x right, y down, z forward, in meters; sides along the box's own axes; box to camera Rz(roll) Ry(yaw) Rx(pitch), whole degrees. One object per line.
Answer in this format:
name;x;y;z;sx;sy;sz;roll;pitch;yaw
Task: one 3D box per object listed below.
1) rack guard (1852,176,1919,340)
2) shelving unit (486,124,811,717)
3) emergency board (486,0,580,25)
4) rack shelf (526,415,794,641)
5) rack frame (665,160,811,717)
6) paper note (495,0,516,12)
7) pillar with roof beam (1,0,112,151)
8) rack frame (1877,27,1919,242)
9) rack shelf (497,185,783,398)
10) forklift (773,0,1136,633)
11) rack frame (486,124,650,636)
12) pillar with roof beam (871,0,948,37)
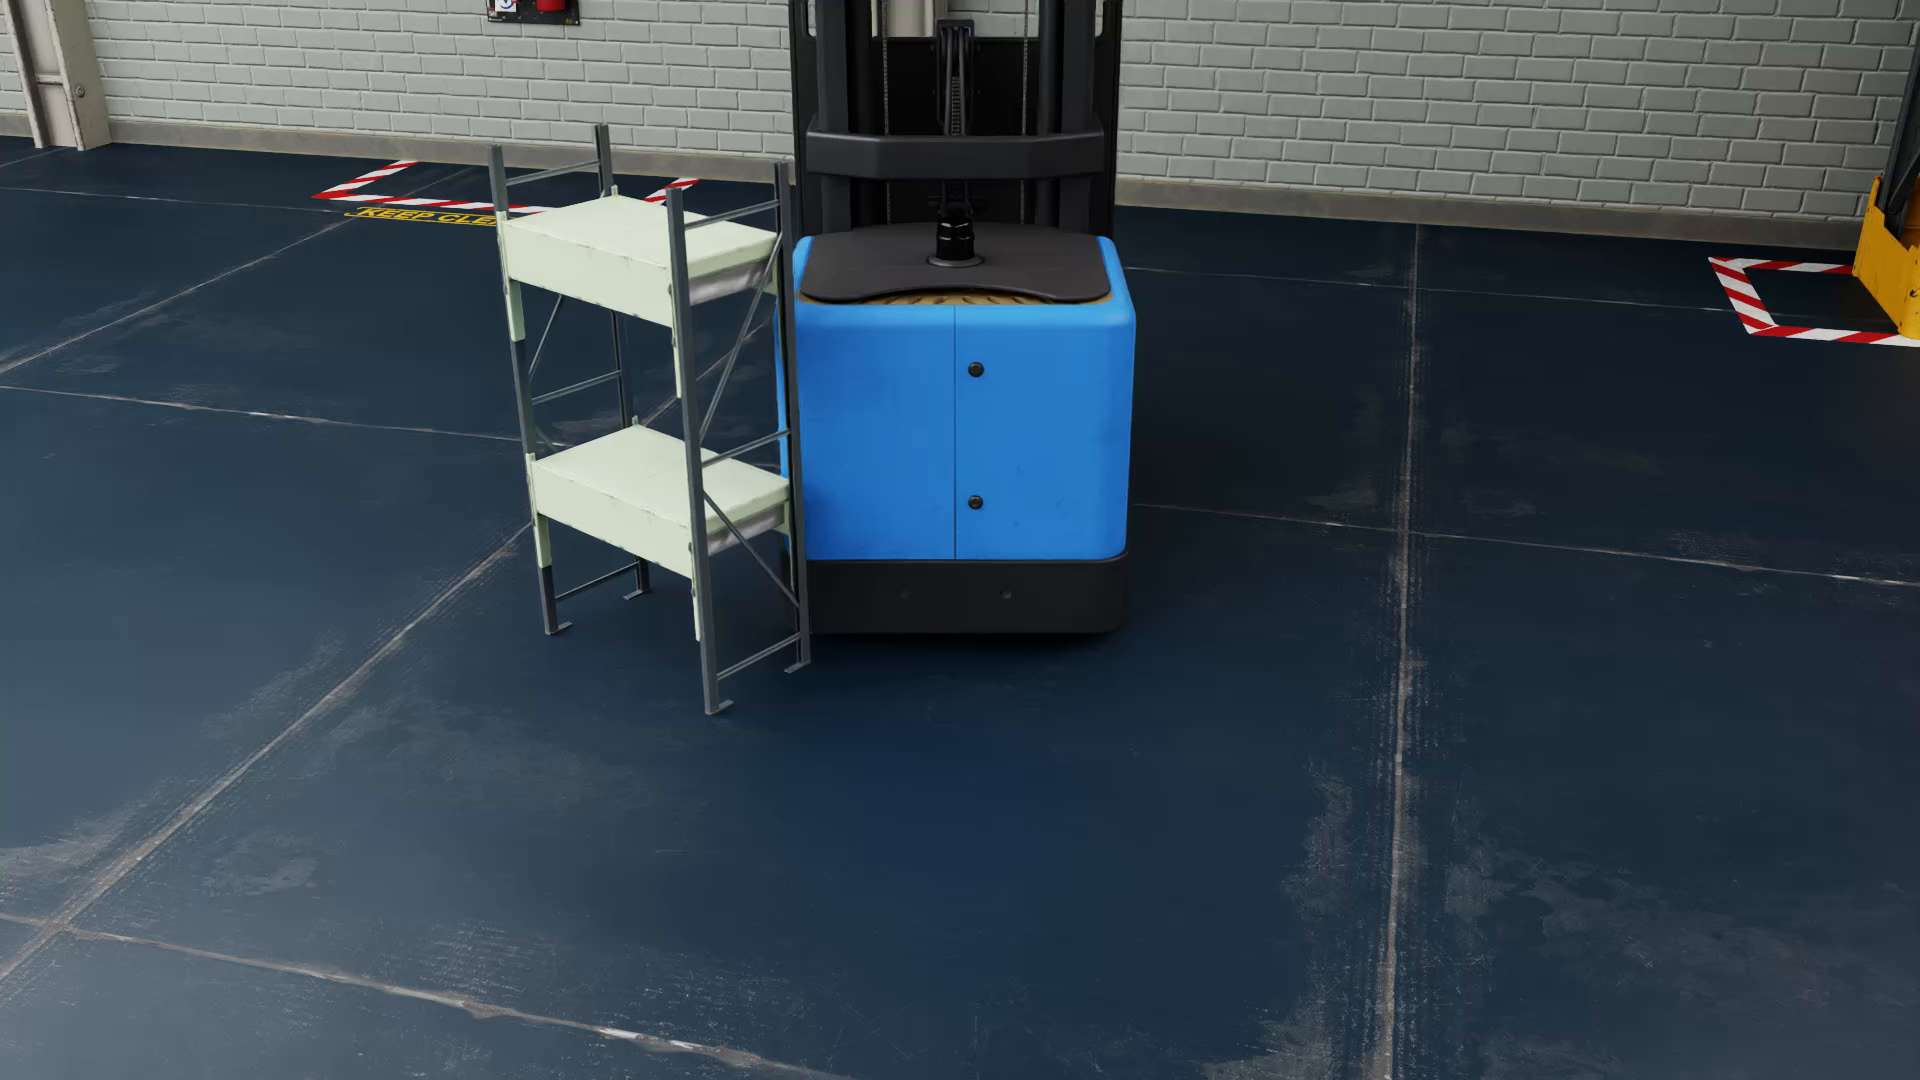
rack guard;4.689;-1.382;8.072;0.348;0.500;1.175;6;26;13
shelving unit;-0.864;-0.347;4.735;0.755;1.500;0.431;20;32;36
emergency board;-2.686;-3.727;10.089;0.643;1.169;0.194;6;26;13
rack shelf;-0.864;-0.053;4.875;0.720;0.370;0.431;20;32;36
rack frame;-0.584;-0.246;4.522;0.023;1.500;0.400;20;32;36
paper note;-2.841;-3.377;10.378;0.142;0.148;0.016;6;26;13
pillar with roof beam;-7.186;-5.005;5.795;0.400;9.000;9.100;6;26;13
rack frame;4.615;-2.519;7.551;0.127;3.000;1.000;6;26;13
rack shelf;-0.864;-0.700;4.567;0.720;0.370;0.431;20;32;36
forklift;-0.016;-1.629;5.761;1.130;2.935;3.031;0;25;0
rack frame;-1.143;-0.449;4.948;0.023;1.500;0.400;20;32;36
pillar with roof beam;-1.375;-4.363;4.445;0.400;9.000;9.100;6;26;13
